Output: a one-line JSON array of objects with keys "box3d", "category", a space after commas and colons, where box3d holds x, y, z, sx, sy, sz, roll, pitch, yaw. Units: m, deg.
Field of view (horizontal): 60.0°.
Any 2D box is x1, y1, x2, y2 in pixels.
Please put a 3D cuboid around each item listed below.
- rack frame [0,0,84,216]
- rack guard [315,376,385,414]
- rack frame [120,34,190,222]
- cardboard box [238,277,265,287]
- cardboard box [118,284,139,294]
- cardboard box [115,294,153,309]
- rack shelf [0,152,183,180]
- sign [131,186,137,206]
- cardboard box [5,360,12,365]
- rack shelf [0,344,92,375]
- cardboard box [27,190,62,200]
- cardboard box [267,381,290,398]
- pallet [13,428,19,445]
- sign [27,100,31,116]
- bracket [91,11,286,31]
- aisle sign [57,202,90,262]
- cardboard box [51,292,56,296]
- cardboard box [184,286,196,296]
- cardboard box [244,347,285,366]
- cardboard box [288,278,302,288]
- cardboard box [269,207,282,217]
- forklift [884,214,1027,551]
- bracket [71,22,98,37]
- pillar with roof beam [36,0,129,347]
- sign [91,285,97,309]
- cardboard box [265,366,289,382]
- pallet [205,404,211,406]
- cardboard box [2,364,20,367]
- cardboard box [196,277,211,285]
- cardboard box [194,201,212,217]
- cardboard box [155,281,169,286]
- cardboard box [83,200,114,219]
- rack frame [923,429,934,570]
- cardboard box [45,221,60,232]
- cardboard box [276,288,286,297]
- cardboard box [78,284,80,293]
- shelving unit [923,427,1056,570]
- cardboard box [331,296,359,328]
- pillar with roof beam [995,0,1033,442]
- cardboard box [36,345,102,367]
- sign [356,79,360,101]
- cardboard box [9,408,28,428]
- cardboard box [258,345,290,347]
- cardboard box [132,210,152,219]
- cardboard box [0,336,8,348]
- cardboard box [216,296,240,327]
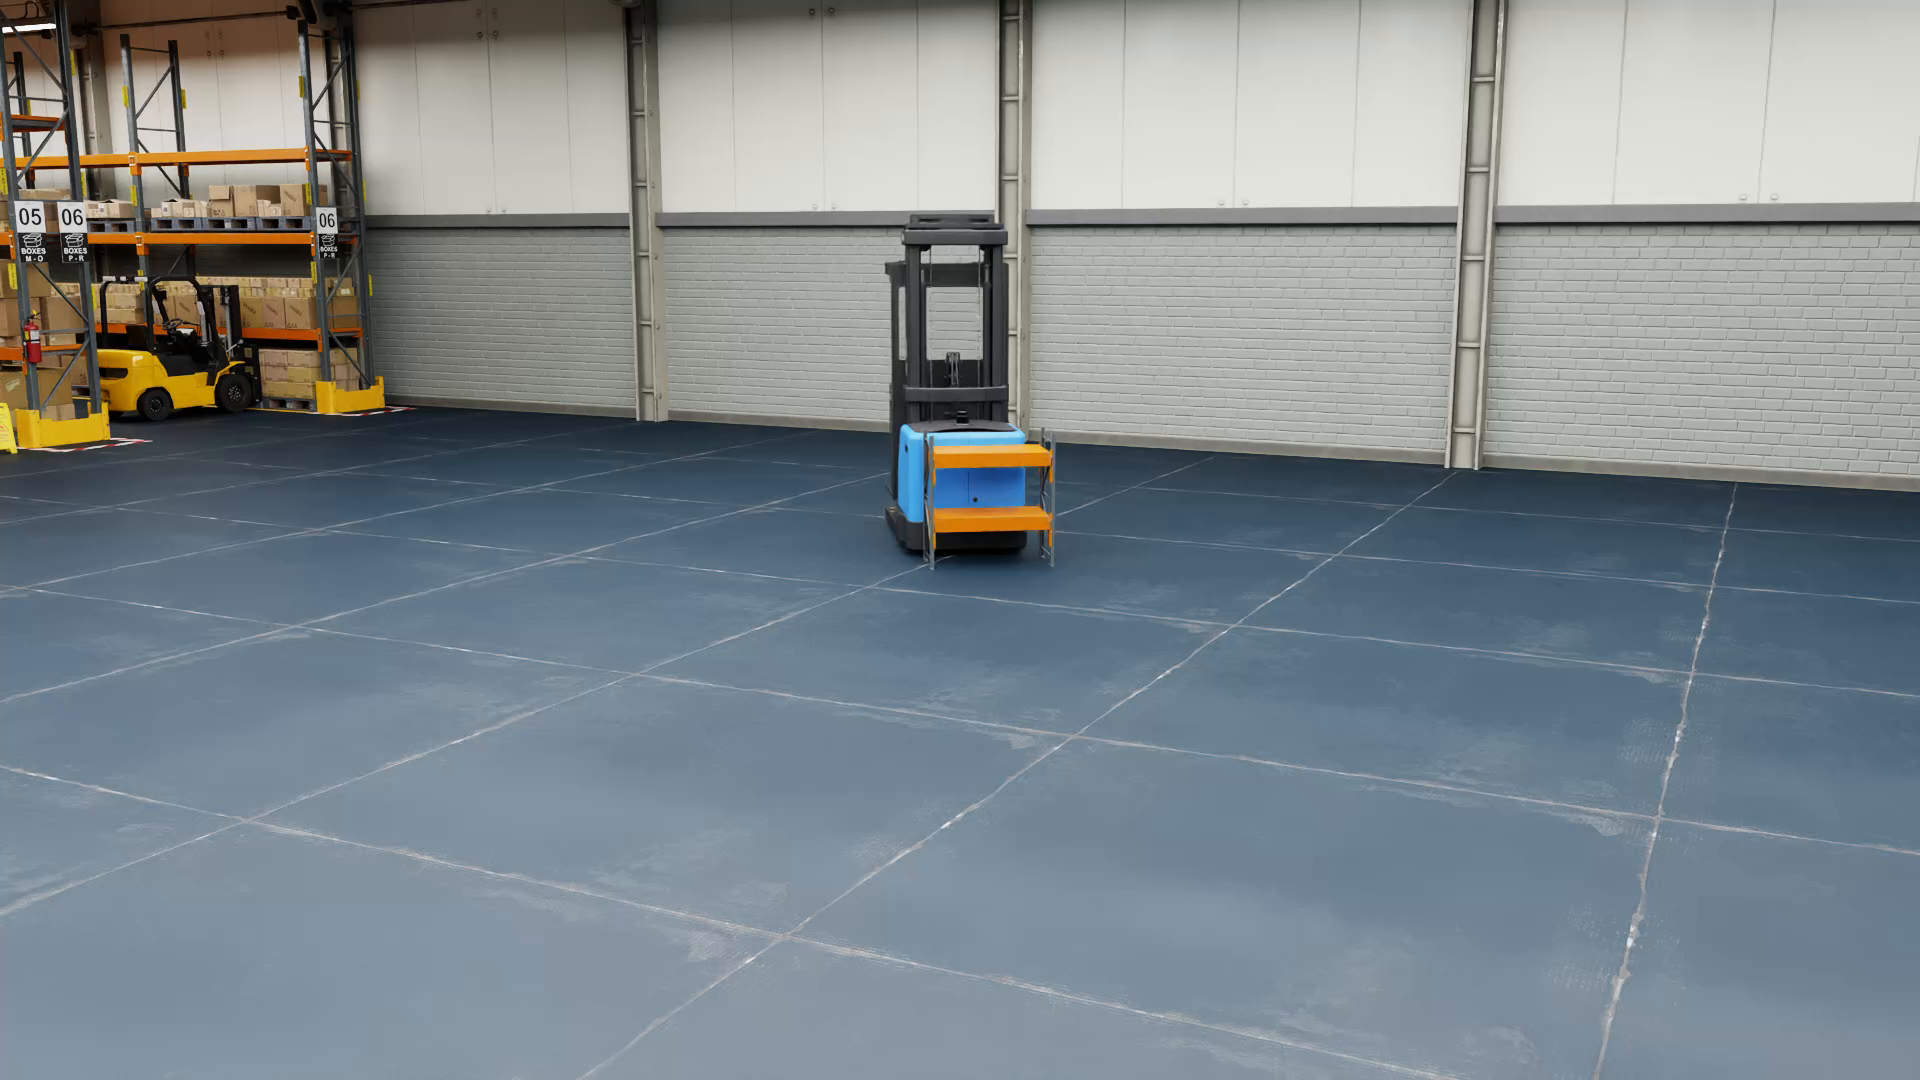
[{"box3d": [-12.025, -5.735, 21.649, 0.127, 3.000, 1.000, 5, 11, 26], "category": "rack frame"}, {"box3d": [-9.810, -2.344, 26.777, 0.348, 0.500, 1.175, 5, 11, 26], "category": "rack guard"}, {"box3d": [-13.419, -6.843, 27.772, 0.127, 3.000, 1.000, 5, 11, 26], "category": "rack frame"}, {"box3d": [-11.435, -4.170, 26.909, 0.250, 0.149, 0.380, 5, 12, 27], "category": "cardboard box"}, {"box3d": [-14.063, -4.268, 28.289, 0.250, 0.149, 0.380, 5, 11, 25], "category": "cardboard box"}, {"box3d": [-13.972, -4.061, 28.264, 0.500, 0.250, 0.500, 5, 11, 25], "category": "cardboard box"}, {"box3d": [-15.213, -6.450, 28.743, 4.000, 0.370, 1.077, 5, 11, 26], "category": "rack shelf"}, {"box3d": [-13.650, -5.689, 27.482, 0.005, 0.325, 0.100, 5, 11, 26], "category": "sign"}, {"box3d": [-17.480, -3.182, 30.228, 0.500, 0.500, 0.500, 5, 12, 27], "category": "cardboard box"}, {"box3d": [-13.818, -2.586, 23.118, 4.000, 0.370, 1.077, 5, 11, 26], "category": "rack shelf"}, {"box3d": [-12.253, -4.588, 22.202, 0.250, 0.149, 0.380, 5, 11, 25], "category": "cardboard box"}, {"box3d": [-10.835, -2.457, 26.923, 0.500, 0.250, 0.500, 5, 11, 26], "category": "cardboard box"}, {"box3d": [-12.806, -1.486, 22.849, 1.213, 0.211, 1.003, 5, 11, 26], "category": "pallet"}, {"box3d": [-16.764, -7.785, 29.908, 0.005, 0.325, 0.100, 5, 11, 26], "category": "sign"}, {"box3d": [-12.897, -8.677, 27.798, 4.783, 0.066, 0.076, 5, 11, 26], "category": "bracket"}, {"box3d": [-11.832, -4.107, 22.198, 0.004, 0.787, 0.394, 5, 11, 26], "category": "aisle sign"}, {"box3d": [-15.806, -4.221, 29.145, 0.500, 0.250, 0.500, 5, 11, 24], "category": "cardboard box"}, {"box3d": [-12.582, -4.125, 27.496, 0.250, 0.149, 0.380, 5, 12, 27], "category": "cardboard box"}, {"box3d": [-11.300, -2.985, 27.037, 0.500, 0.250, 0.500, 5, 11, 27], "category": "cardboard box"}, {"box3d": [-10.481, -4.100, 26.522, 0.250, 0.149, 0.380, 5, 11, 26], "category": "cardboard box"}, {"box3d": [-10.709, -5.201, 26.367, 0.250, 0.149, 0.380, 5, 11, 24], "category": "cardboard box"}, {"box3d": [-0.128, -1.565, 15.649, 1.130, 2.935, 3.031, -1, 10, -8], "category": "forklift"}, {"box3d": [-15.223, -8.881, 28.927, 0.430, 0.232, 0.235, 5, 11, 26], "category": "bracket"}, {"box3d": [-17.343, -6.512, 25.943, 0.548, 9.000, 9.100, 5, 11, 26], "category": "pillar with roof beam"}, {"box3d": [-11.785, -3.295, 22.585, 0.005, 0.325, 0.100, 5, 11, 26], "category": "sign"}, {"box3d": [-10.852, -2.705, 26.892, 0.500, 0.250, 0.500, 5, 11, 25], "category": "cardboard box"}, {"box3d": [-12.724, -2.450, 28.172, 1.213, 0.211, 1.003, 5, 11, 26], "category": "pallet"}, {"box3d": [-13.564, -2.196, 23.378, 0.500, 0.500, 0.500, 5, 12, 27], "category": "cardboard box"}, {"box3d": [-12.327, -4.256, 27.384, 0.250, 0.149, 0.380, 5, 11, 25], "category": "cardboard box"}, {"box3d": [-12.222, -5.391, 27.091, 0.258, 0.266, 0.396, 5, 11, 24], "category": "cardboard box"}, {"box3d": [-13.264, -4.333, 27.813, 0.250, 0.149, 0.380, 5, 12, 27], "category": "cardboard box"}, {"box3d": [-14.864, -5.658, 28.435, 0.500, 0.311, 0.500, 5, 11, 24], "category": "cardboard box"}, {"box3d": [-0.264, -0.346, 13.977, 0.032, 1.125, 0.500, -1, 11, -8], "category": "rack frame"}, {"box3d": [-12.179, -4.213, 22.369, 0.250, 0.149, 0.380, 5, 11, 26], "category": "cardboard box"}, {"box3d": [-10.715, -3.972, 26.654, 0.250, 0.149, 0.380, 5, 12, 27], "category": "cardboard box"}, {"box3d": [-14.983, -4.347, 28.723, 0.250, 0.149, 0.380, 5, 11, 26], "category": "cardboard box"}, {"box3d": [0.239, -0.358, 14.047, 1.048, 1.125, 0.538, -1, 11, -8], "category": "shelving unit"}, {"box3d": [-10.153, -3.708, 27.017, 0.500, 0.500, 0.500, 5, 12, 28], "category": "cardboard box"}, {"box3d": [-1.201, -5.093, 18.105, 0.400, 9.000, 9.100, 5, 11, 26], "category": "pillar with roof beam"}, {"box3d": [-15.863, -3.143, 29.661, 0.625, 0.625, 0.875, 5, 12, 28], "category": "cardboard box"}, {"box3d": [-9.581, -7.154, 26.420, 0.005, 0.325, 0.100, 5, 11, 26], "category": "sign"}, {"box3d": [-12.890, -1.659, 22.516, 0.500, 0.250, 0.500, 5, 11, 26], "category": "cardboard box"}, {"box3d": [-11.529, -3.111, 27.730, 0.500, 0.250, 0.500, 5, 11, 25], "category": "cardboard box"}, {"box3d": [-14.093, -5.597, 28.558, 0.250, 0.149, 0.380, 5, 11, 26], "category": "cardboard box"}, {"box3d": [-12.731, -2.657, 22.192, 0.250, 0.149, 0.380, 5, 11, 25], "category": "cardboard box"}, {"box3d": [-11.766, -3.742, 27.205, 0.500, 0.500, 0.500, 5, 11, 26], "category": "cardboard box"}]
